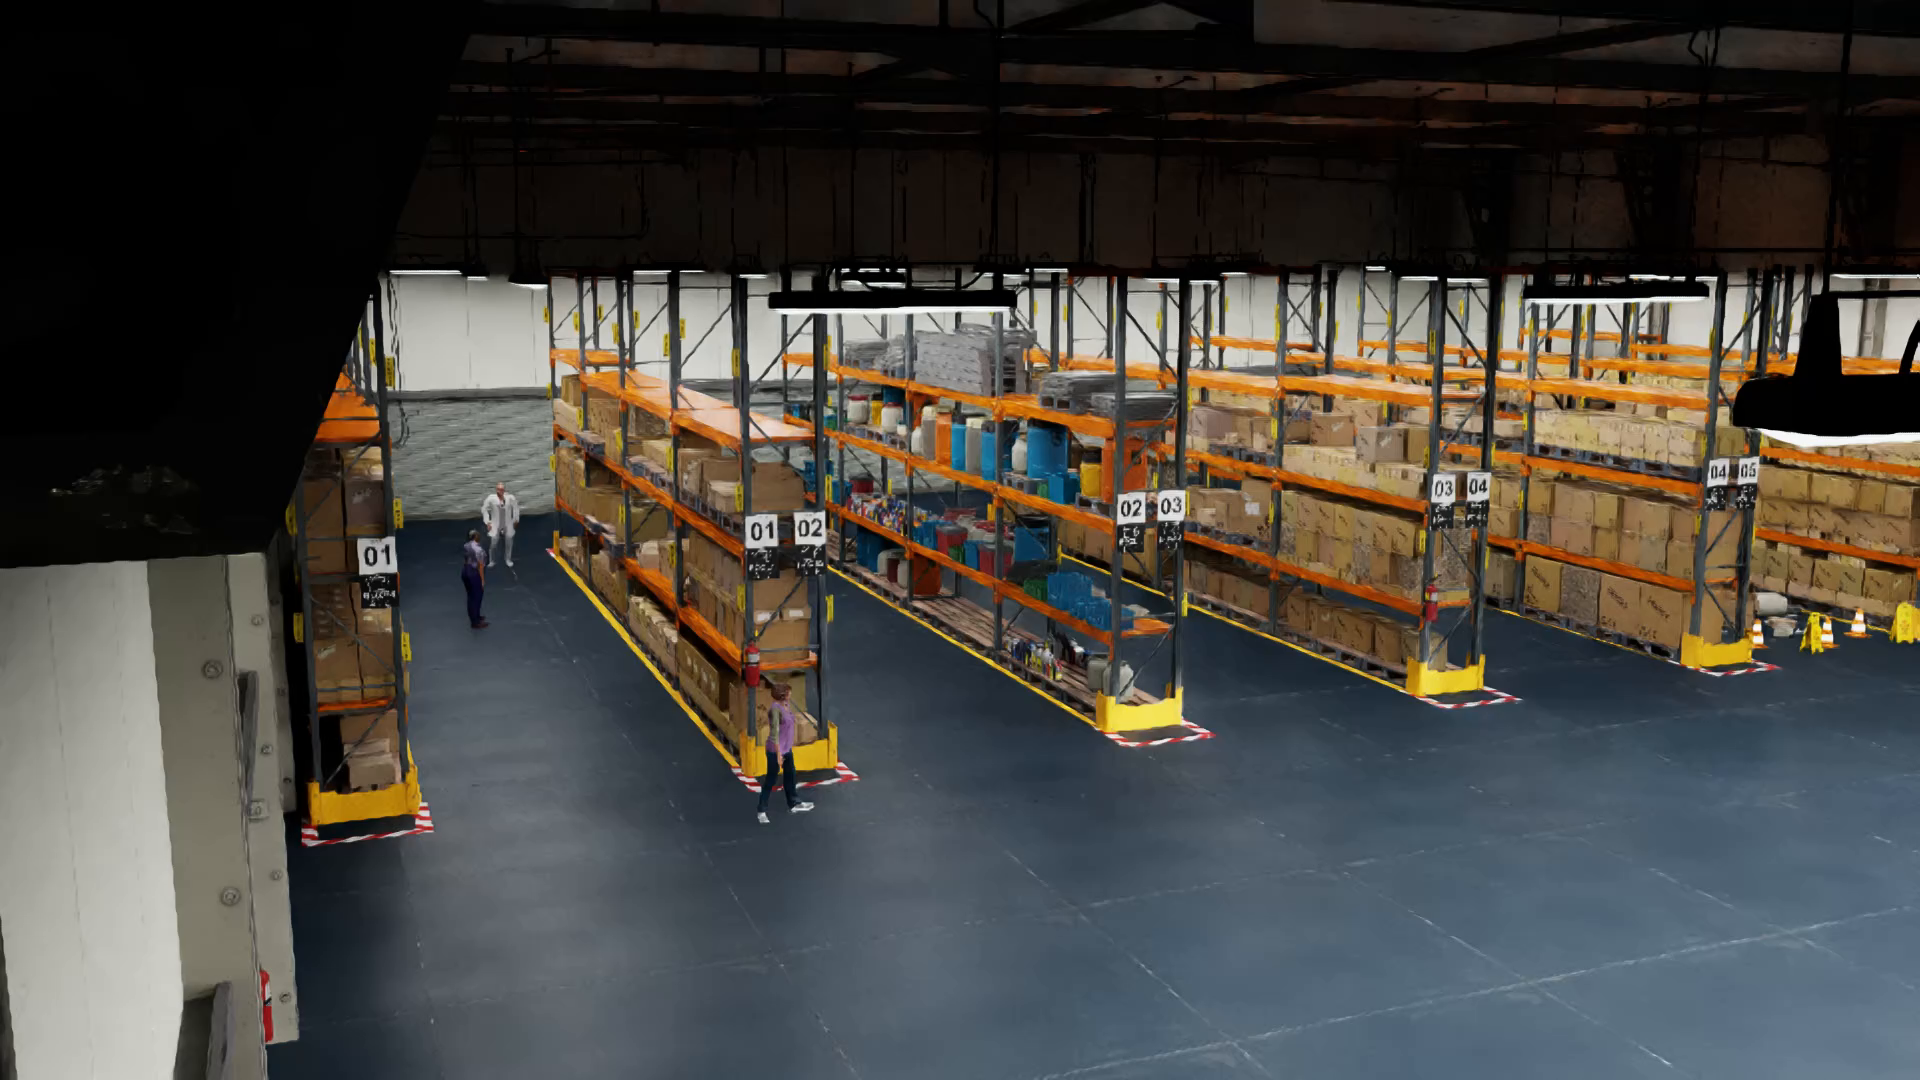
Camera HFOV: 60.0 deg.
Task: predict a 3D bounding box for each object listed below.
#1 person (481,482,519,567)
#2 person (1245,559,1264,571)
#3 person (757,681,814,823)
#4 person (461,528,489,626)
[{"bbox_3d":[-9.246,-0.317,33.490,0.729,1.733,0.546,-4,11,-22],"label":"person"},{"bbox_3d":[5.730,-0.011,32.097,0.549,1.727,0.404,9,13,42],"label":"person"},{"bbox_3d":[-1.991,2.340,18.616,0.528,1.580,0.638,2,10,14],"label":"person"},{"bbox_3d":[-8.223,0.614,28.297,0.573,1.652,0.448,10,14,44],"label":"person"}]
